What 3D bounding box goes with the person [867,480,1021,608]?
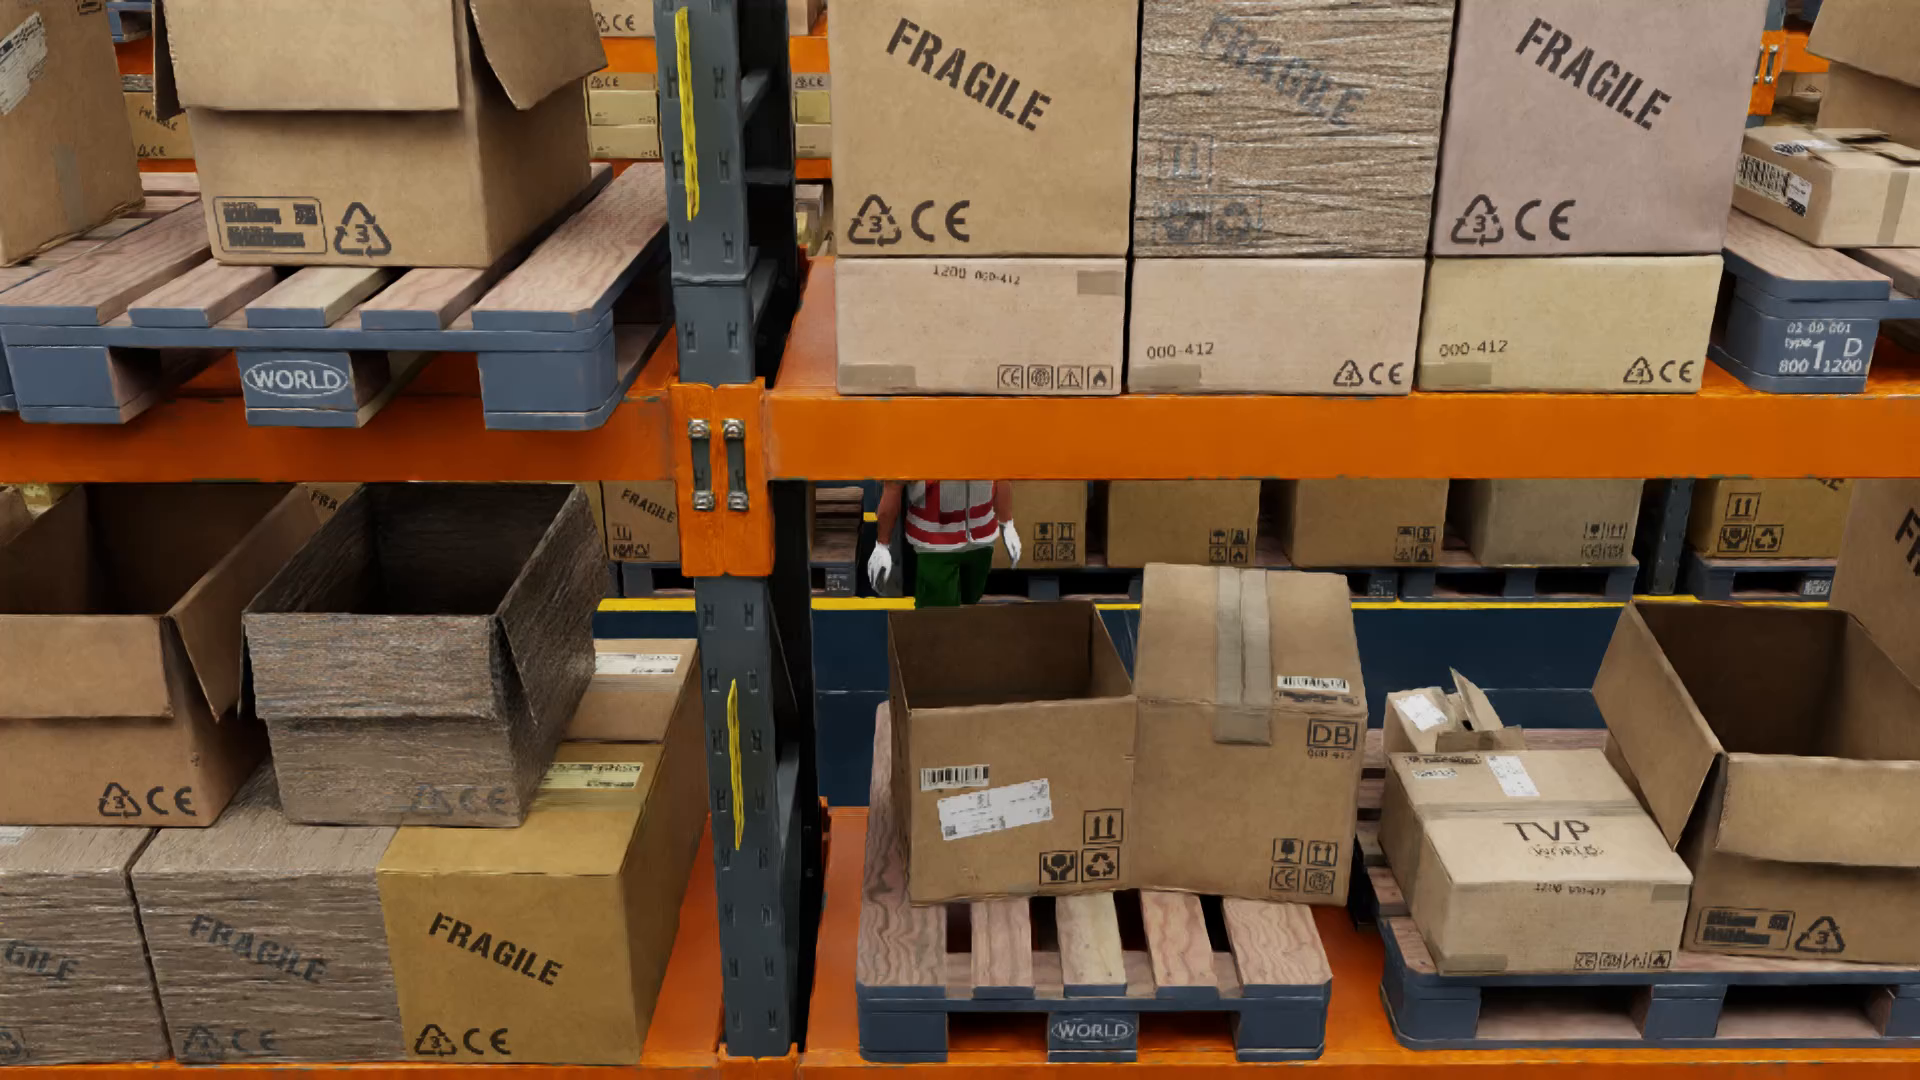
[{"bbox_3d":[-0.069,0.010,7.057,0.678,1.783,0.618,-13,27,-27],"label":"person"}]
